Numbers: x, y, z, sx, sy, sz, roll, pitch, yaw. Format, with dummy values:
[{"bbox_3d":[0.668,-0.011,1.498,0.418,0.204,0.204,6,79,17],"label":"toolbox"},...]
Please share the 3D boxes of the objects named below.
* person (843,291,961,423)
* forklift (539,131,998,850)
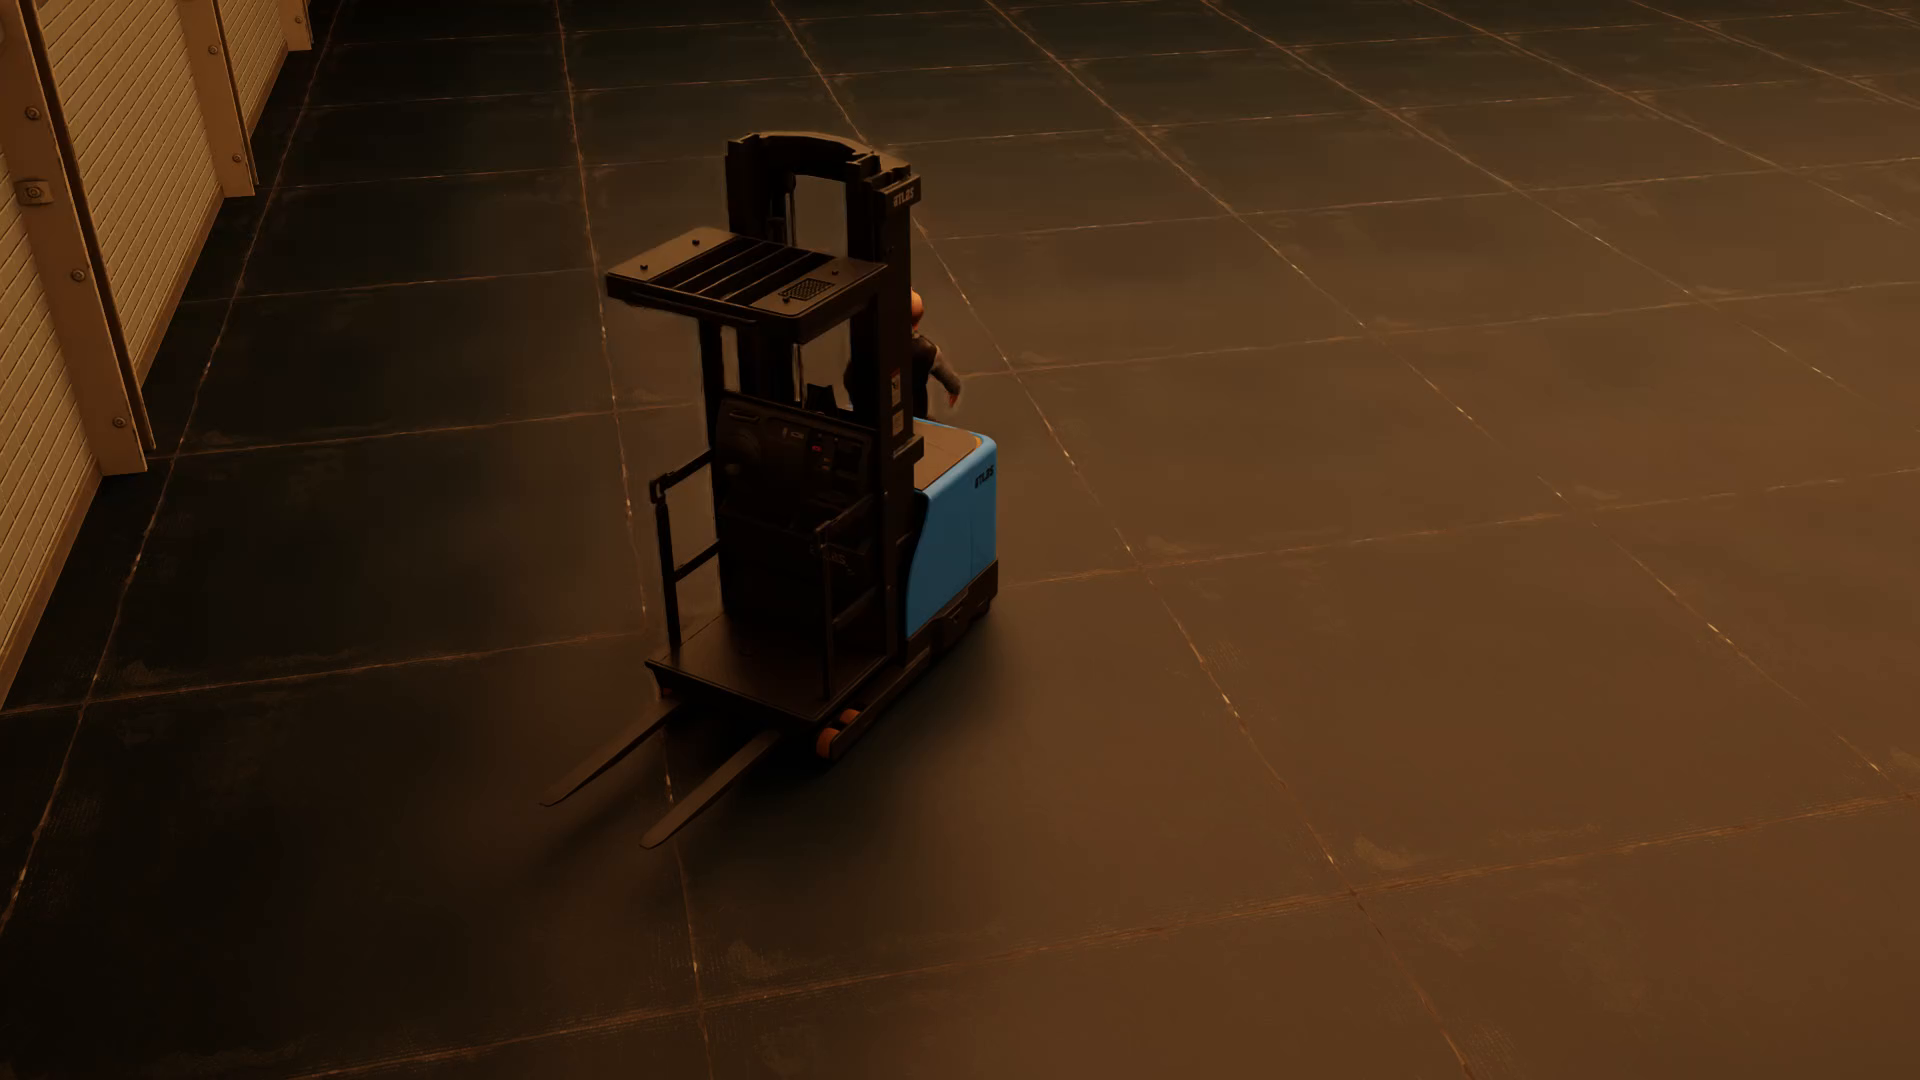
[{"bbox_3d":[-0.313,-0.849,10.374,0.772,1.614,0.684,1,30,2],"label":"person"},{"bbox_3d":[-0.952,-0.399,8.265,1.130,2.935,3.031,16,34,26],"label":"forklift"}]
